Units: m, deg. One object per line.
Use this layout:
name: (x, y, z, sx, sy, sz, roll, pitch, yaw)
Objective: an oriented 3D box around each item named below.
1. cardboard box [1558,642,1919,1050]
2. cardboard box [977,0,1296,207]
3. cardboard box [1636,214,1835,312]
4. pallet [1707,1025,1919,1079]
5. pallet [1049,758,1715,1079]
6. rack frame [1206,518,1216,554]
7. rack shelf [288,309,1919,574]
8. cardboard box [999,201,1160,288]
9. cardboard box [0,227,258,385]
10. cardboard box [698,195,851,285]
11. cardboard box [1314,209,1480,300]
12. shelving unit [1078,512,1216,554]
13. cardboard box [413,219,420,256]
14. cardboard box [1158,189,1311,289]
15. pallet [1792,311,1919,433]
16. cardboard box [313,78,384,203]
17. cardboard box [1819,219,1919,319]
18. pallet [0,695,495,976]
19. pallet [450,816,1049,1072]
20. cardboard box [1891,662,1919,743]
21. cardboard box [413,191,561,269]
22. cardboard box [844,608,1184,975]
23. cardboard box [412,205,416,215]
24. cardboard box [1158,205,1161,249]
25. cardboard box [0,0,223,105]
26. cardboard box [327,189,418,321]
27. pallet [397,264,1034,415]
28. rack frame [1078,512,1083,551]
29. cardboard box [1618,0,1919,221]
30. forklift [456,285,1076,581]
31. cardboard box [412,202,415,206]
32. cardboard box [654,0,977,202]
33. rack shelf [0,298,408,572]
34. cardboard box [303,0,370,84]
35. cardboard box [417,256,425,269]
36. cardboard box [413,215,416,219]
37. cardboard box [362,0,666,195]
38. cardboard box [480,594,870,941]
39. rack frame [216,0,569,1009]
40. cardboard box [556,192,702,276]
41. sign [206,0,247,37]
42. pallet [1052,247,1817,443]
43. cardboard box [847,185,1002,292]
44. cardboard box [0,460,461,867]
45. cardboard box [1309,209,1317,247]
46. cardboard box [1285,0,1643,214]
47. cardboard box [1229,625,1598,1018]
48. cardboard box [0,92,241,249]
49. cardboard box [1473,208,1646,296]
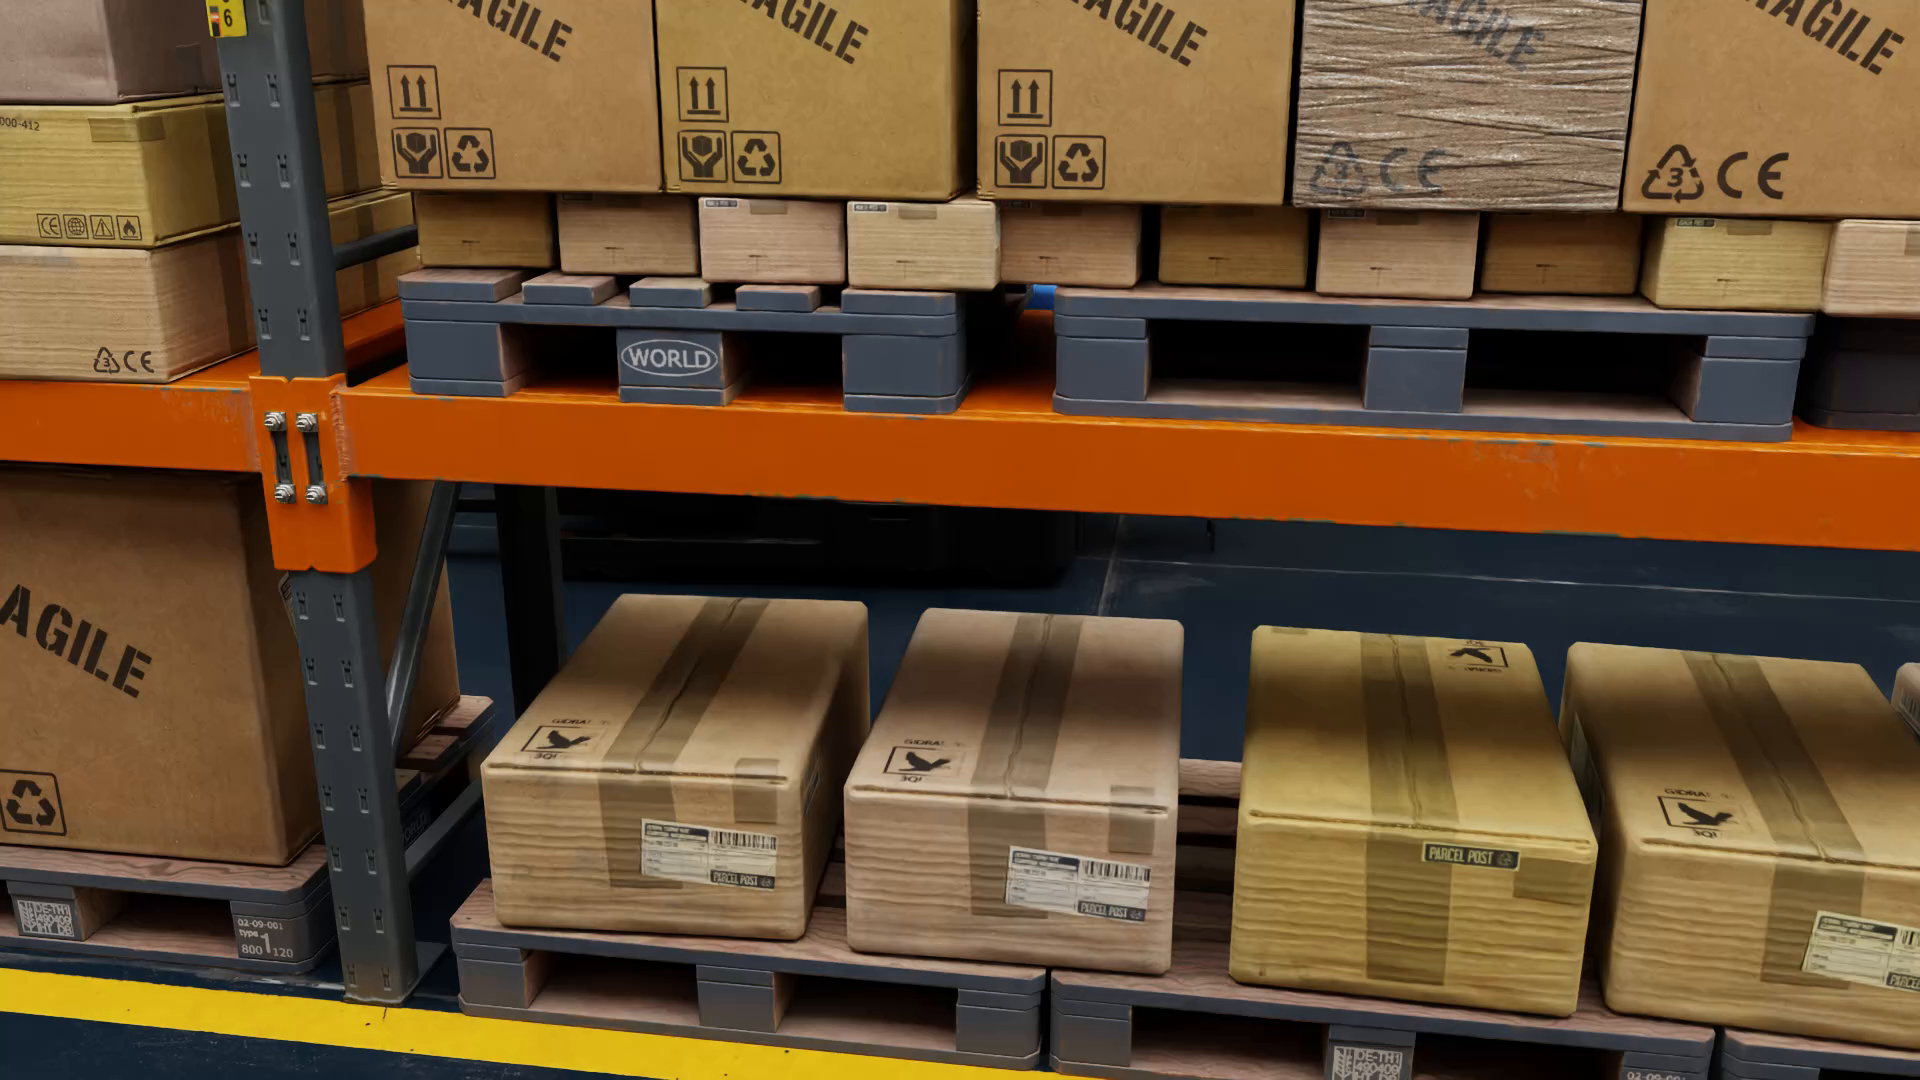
cardboard box: (1.589, 0.570, 3.352, 0.625, 0.372, 0.950, 4, 19, 12)
cardboard box: (0.316, -0.862, 2.863, 0.500, 0.500, 0.500, 3, 19, 10)
cardboard box: (1.260, -0.492, 2.779, 0.250, 0.149, 0.380, 3, 19, 9)
pallet: (2.048, 0.867, 3.379, 1.213, 0.211, 1.003, 3, 19, 9)
pallet: (0.840, 0.807, 3.560, 1.213, 0.211, 1.003, 3, 19, 9)
rack frame: (0.943, -0.556, 6.075, 0.015, 1.200, 0.240, 1, 19, 4)
rack shelf: (0.843, -0.176, 3.235, 4.000, 0.370, 1.077, 3, 19, 9)
cardboard box: (0.215, -0.562, 2.990, 0.250, 0.149, 0.380, 4, 19, 12)
cardboard box: (-1.673, -0.491, 3.279, 0.500, 0.250, 0.500, 2, 19, 7)
cardboard box: (-0.304, -0.570, 3.014, 0.250, 0.149, 0.380, 2, 19, 5)
cardboard box: (0.747, -0.527, 2.884, 0.250, 0.149, 0.380, 4, 19, 10)
shelving unit: (0.700, -0.562, 6.092, 0.503, 1.200, 0.258, 1, 19, 4)
cardboard box: (-2.687, -1.548, 8.458, 0.250, 0.149, 0.380, 4, 19, 11)
cardboard box: (0.500, -0.560, 2.984, 0.250, 0.149, 0.380, 4, 19, 11)
pallet: (2.086, -0.409, 3.102, 1.213, 0.211, 1.003, 3, 19, 9)
cardboard box: (-1.593, -0.887, 3.674, 0.500, 0.250, 0.500, 3, 19, 8)
cardboard box: (1.496, -0.468, 2.709, 0.250, 0.149, 0.380, 3, 19, 9)
pallet: (-1.899, 0.641, 4.054, 1.213, 0.211, 1.003, 3, 19, 9)
pallet: (-0.361, 0.744, 3.746, 1.213, 0.211, 1.003, 3, 19, 9)
cardboard box: (2.299, 0.605, 3.247, 0.625, 0.372, 0.950, 3, 19, 9)
cardboard box: (-0.841, -0.623, 3.172, 0.250, 0.149, 0.380, 2, 19, 5)
cardboard box: (0.154, 0.495, 3.575, 0.625, 0.372, 0.950, 3, 19, 8)
cardboard box: (-2.866, -1.711, 8.945, 0.250, 0.149, 0.380, 3, 19, 10)
cardboard box: (0.510, -0.689, 3.368, 0.250, 0.149, 0.380, 3, 19, 9)
cardboard box: (-1.684, -1.083, 3.080, 0.500, 0.500, 0.500, 2, 19, 7)
cardboard box: (-1.575, -0.650, 3.755, 0.500, 0.250, 0.500, 3, 19, 8)
pallet: (-0.412, -0.524, 3.445, 1.003, 0.211, 1.213, 3, 19, 9)
rack frame: (0.456, -0.568, 6.109, 0.015, 1.200, 0.240, 1, 19, 4)
cardboard box: (1.326, -0.808, 2.702, 0.500, 0.500, 0.500, 4, 19, 11)
forklift: (-1.078, -1.416, 5.915, 3.031, 2.935, 1.130, 1, 19, 4)
cardboard box: (-3.130, -1.742, 9.037, 0.250, 0.149, 0.380, 2, 19, 6)
cardboard box: (-0.209, -0.886, 2.936, 0.500, 0.500, 0.500, 4, 19, 11)
rack shelf: (-3.107, -0.377, 3.837, 4.000, 0.370, 1.077, 3, 19, 9)
cardboard box: (-1.580, -1.241, 3.551, 0.500, 0.500, 0.500, 2, 19, 7)
cardboard box: (-2.837, -1.243, 8.568, 0.500, 0.500, 0.500, 2, 19, 7)
cardboard box: (-2.931, -1.561, 8.498, 0.250, 0.149, 0.380, 3, 19, 9)
cardboard box: (-0.725, -0.910, 3.008, 0.500, 0.500, 0.500, 2, 19, 7)
cardboard box: (-0.576, 0.461, 3.678, 0.625, 0.372, 0.950, 2, 19, 5)
rack frame: (-1.132, -0.618, 3.422, 0.127, 3.000, 1.000, 3, 19, 9)
cardboard box: (-0.567, -0.598, 3.098, 0.250, 0.149, 0.380, 2, 19, 5)
sign: (-1.217, -0.993, 2.718, 0.005, 0.325, 0.100, 3, 19, 9)
pallet: (0.829, -0.440, 3.193, 1.213, 0.211, 1.003, 3, 19, 9)
cardboard box: (-0.036, -0.550, 2.953, 0.250, 0.149, 0.380, 3, 19, 9)
cardboard box: (-1.801, 0.130, 3.874, 0.875, 0.875, 0.875, 3, 19, 8)
cardboard box: (0.771, -0.702, 3.407, 0.250, 0.149, 0.380, 2, 19, 7)
cardboard box: (0.809, -0.834, 2.780, 0.500, 0.500, 0.500, 2, 19, 7)
cardboard box: (0.902, 0.535, 3.455, 0.625, 0.372, 0.950, 4, 19, 10)
cardboard box: (-1.651, -0.728, 3.201, 0.500, 0.250, 0.500, 3, 19, 8)
cardboard box: (1.017, -0.537, 2.915, 0.250, 0.149, 0.380, 2, 19, 7)
